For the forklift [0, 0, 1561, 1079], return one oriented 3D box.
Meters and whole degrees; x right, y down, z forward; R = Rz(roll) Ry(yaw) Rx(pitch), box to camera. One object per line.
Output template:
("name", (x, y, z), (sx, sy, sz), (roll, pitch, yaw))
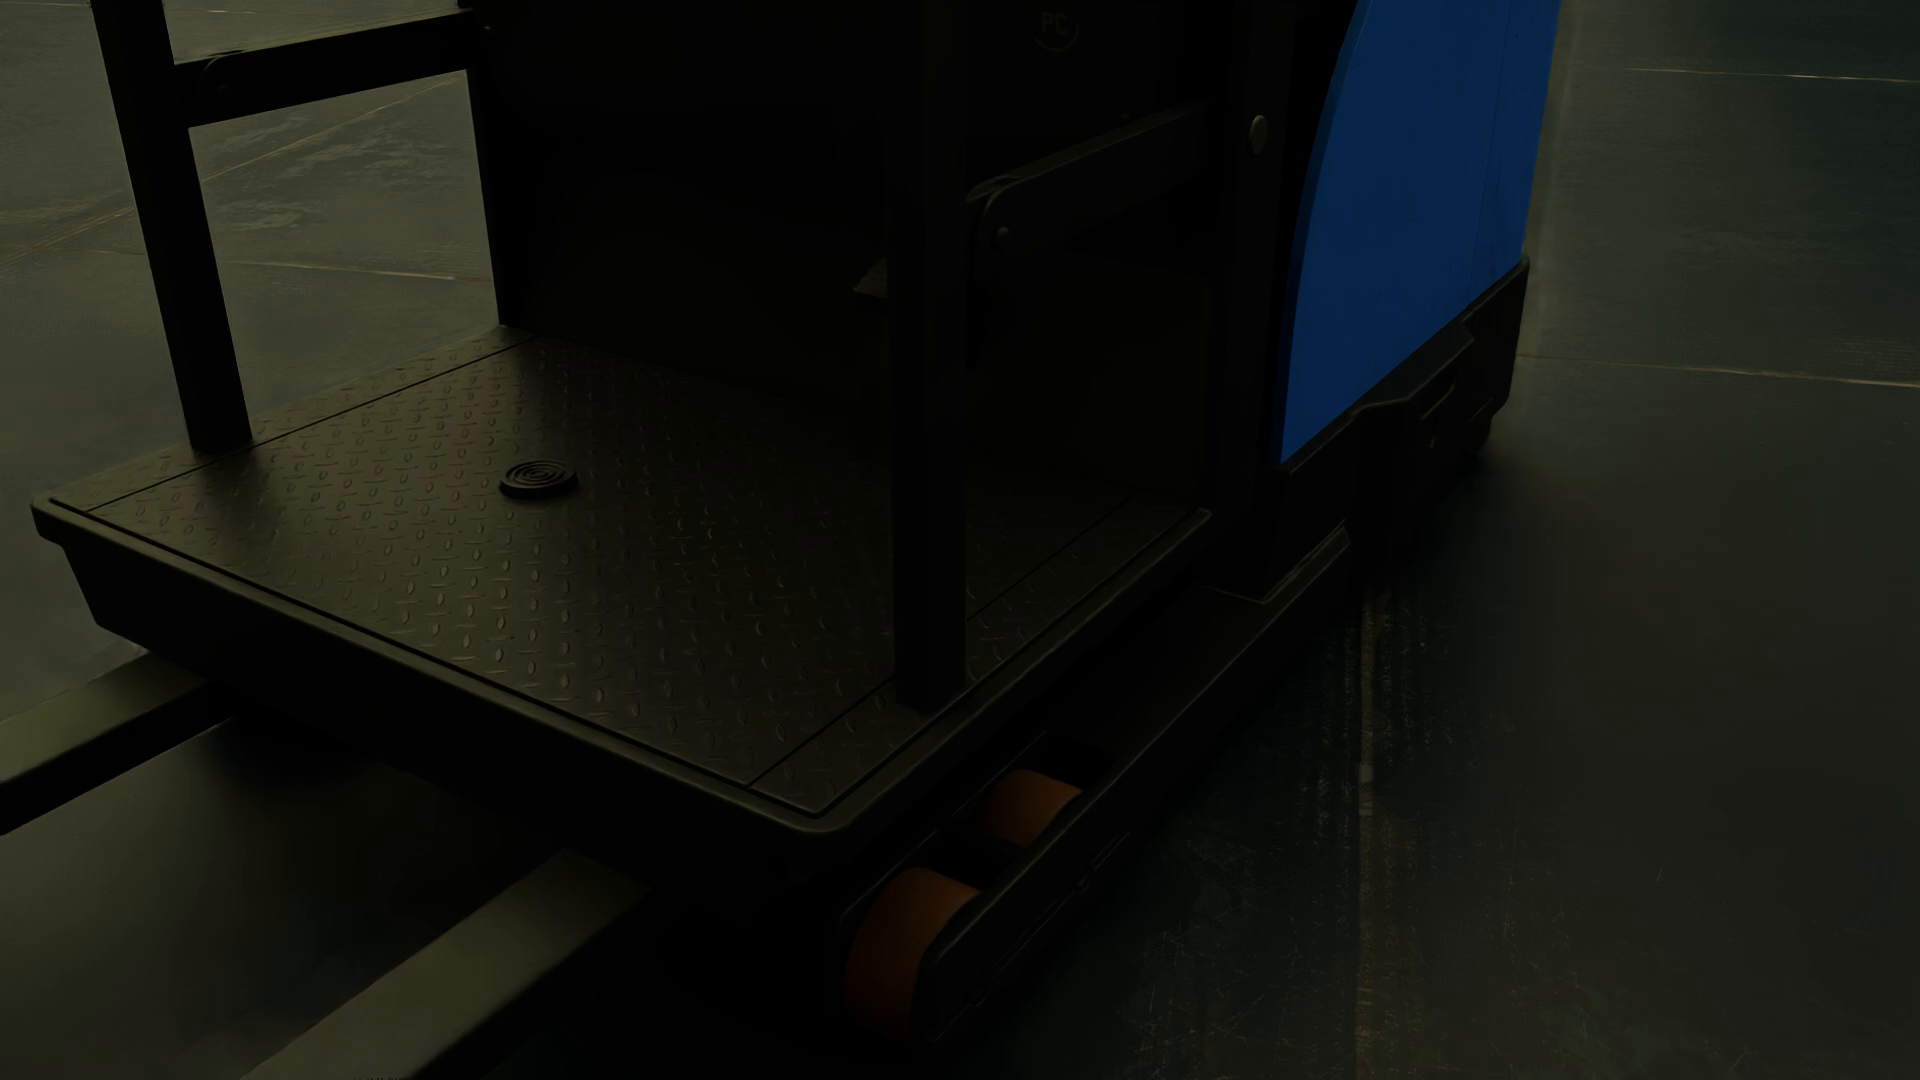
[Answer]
("forklift", (-0.294, -1.075, 1.377), (1.130, 2.935, 3.031), (16, 31, 29))
